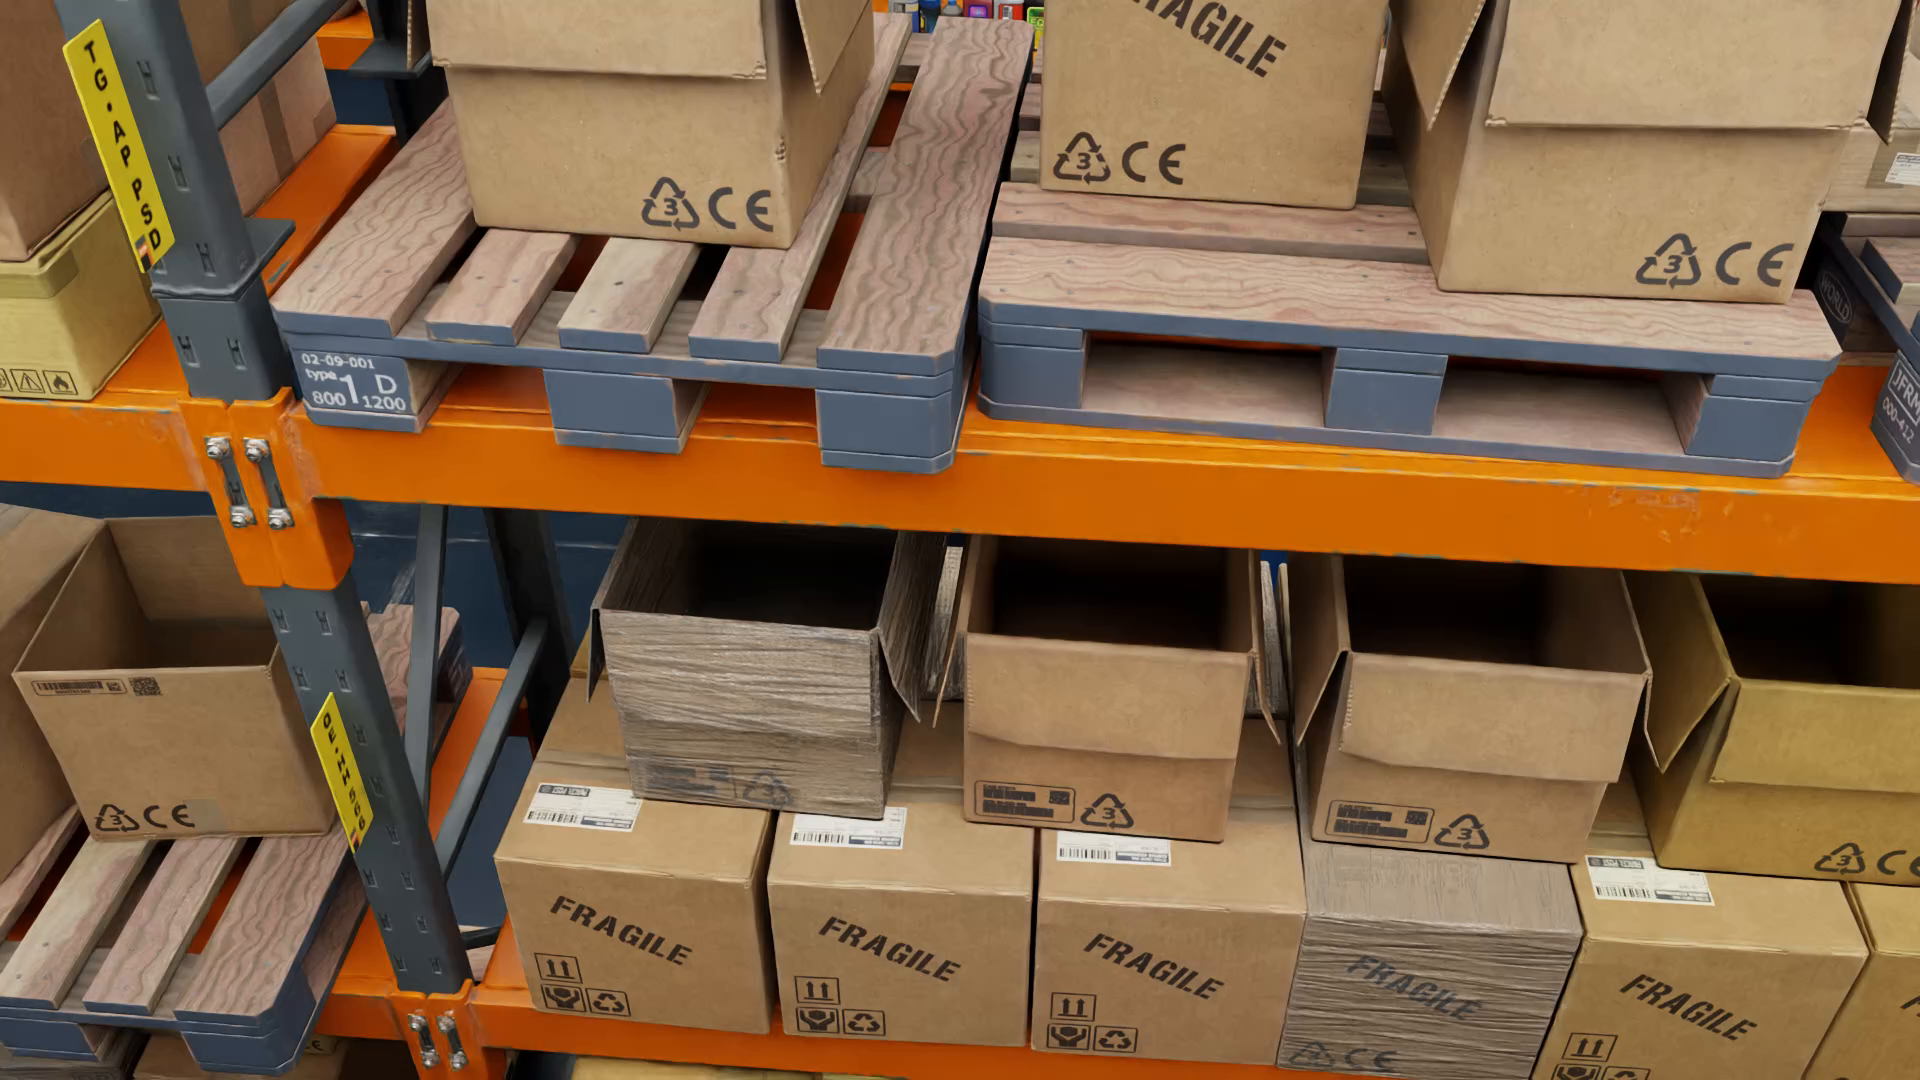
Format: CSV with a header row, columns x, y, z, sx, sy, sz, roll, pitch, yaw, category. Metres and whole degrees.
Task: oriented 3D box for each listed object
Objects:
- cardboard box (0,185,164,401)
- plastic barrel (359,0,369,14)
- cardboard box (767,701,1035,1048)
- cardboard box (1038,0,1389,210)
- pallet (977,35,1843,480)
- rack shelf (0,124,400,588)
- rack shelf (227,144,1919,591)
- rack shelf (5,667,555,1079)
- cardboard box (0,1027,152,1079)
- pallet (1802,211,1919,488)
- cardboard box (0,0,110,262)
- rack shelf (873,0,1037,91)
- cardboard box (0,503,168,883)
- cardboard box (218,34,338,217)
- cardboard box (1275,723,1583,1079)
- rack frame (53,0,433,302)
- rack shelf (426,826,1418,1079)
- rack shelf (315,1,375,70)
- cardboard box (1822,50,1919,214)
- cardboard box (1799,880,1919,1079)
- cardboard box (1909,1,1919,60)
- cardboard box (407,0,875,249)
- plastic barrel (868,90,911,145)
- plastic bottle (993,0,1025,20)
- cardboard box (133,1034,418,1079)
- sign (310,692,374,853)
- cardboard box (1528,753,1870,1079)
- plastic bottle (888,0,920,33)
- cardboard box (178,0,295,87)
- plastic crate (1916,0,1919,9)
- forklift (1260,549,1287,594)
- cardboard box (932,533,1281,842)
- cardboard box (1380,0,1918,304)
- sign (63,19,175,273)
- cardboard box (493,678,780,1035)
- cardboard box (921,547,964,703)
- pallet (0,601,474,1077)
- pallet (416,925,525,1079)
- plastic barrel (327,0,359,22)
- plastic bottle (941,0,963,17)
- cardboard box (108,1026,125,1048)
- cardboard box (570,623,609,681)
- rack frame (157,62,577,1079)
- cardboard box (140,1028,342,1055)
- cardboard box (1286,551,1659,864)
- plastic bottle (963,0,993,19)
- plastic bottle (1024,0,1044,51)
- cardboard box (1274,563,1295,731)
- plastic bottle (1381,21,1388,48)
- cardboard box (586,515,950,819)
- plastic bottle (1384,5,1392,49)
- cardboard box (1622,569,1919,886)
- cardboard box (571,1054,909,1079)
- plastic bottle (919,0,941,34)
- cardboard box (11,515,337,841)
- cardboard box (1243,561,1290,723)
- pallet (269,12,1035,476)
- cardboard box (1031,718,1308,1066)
x,y,z,sx,sy,sz,roll,pitch,yaw,category
-1.569,-0.479,2.704,0.500,0.250,0.500,3,39,4,cardboard box
-2.536,-2.634,7.502,0.433,0.535,0.433,0,39,0,plastic barrel
-0.100,0.684,3.455,0.500,0.500,0.500,2,39,3,cardboard box
0.407,-0.887,2.676,0.500,0.500,0.500,5,39,6,cardboard box
0.686,-0.531,2.800,1.213,0.211,1.003,5,39,6,pallet
-3.067,-0.495,3.176,4.000,0.370,1.077,3,39,4,rack shelf
0.918,-0.277,2.908,4.000,0.370,1.077,3,39,4,rack shelf
-3.067,0.668,4.123,4.000,0.370,1.077,3,39,4,rack shelf
-2.297,1.251,4.469,0.500,0.500,0.700,0,39,0,cardboard box
1.993,-0.392,2.631,1.217,0.209,0.805,2,39,2,pallet
-1.571,-0.766,2.464,0.500,0.500,0.500,4,39,5,cardboard box
1.345,-2.229,7.682,4.000,0.370,1.077,3,39,4,rack shelf
-2.181,0.325,3.563,0.500,0.500,0.700,9,40,10,cardboard box
-1.521,-0.793,3.090,0.500,0.250,0.500,4,39,5,cardboard box
0.909,0.738,3.388,0.500,0.500,0.500,3,39,4,cardboard box
-1.074,-1.828,1.868,0.127,3.000,1.000,3,39,4,rack frame
0.918,0.886,3.855,4.000,0.370,1.077,3,39,4,rack shelf
-2.640,-2.447,7.950,4.000,0.370,1.077,3,39,4,rack shelf
1.440,-0.688,2.709,0.250,0.149,0.380,2,39,2,cardboard box
1.929,0.792,3.321,0.500,0.500,0.500,4,39,5,cardboard box
1.825,-0.692,2.586,0.500,0.311,0.500,2,39,2,cardboard box
-0.460,-0.880,2.664,0.637,0.503,0.797,5,39,6,cardboard box
-0.158,-1.922,8.122,0.708,0.830,0.600,3,39,4,plastic barrel
0.217,-2.317,7.318,0.135,0.276,0.152,3,39,4,plastic bottle
-1.744,1.273,4.441,0.500,0.500,0.700,1,39,1,cardboard box
-1.112,0.422,3.001,0.005,0.325,0.100,3,39,4,sign
1.408,0.768,3.351,0.500,0.500,0.500,3,39,3,cardboard box
-0.244,-2.342,7.349,0.135,0.276,0.152,3,39,4,plastic bottle
-1.520,-1.085,2.856,0.500,0.500,0.500,3,39,4,cardboard box
4.206,-2.241,7.028,0.583,0.464,0.402,3,39,4,plastic crate
2.047,-0.739,5.336,3.031,2.935,1.130,11,40,13,forklift
0.302,0.158,3.306,0.637,0.503,0.797,4,39,5,cardboard box
0.963,-0.770,2.529,0.637,0.503,0.797,3,39,3,cardboard box
-1.123,-0.524,2.232,0.005,0.325,0.100,3,39,4,sign
-0.614,0.657,3.487,0.500,0.500,0.500,4,39,5,cardboard box
-0.065,0.361,3.851,0.500,0.500,0.500,3,39,3,cardboard box
-1.794,0.601,3.788,1.003,0.211,1.213,3,39,4,pallet
-1.853,1.536,4.695,1.213,0.211,1.003,3,39,4,pallet
-2.967,-2.657,7.531,0.433,0.535,0.433,0,39,0,plastic barrel
-0.034,-2.284,7.337,0.097,0.201,0.097,0,39,0,plastic bottle
-2.274,0.966,4.224,0.500,0.250,0.500,7,40,9,cardboard box
-0.561,0.331,3.889,0.500,0.500,0.500,4,39,5,cardboard box
-1.074,0.498,3.762,0.127,3.000,1.000,3,39,4,rack frame
-1.745,0.989,4.197,0.500,0.250,0.500,5,39,6,cardboard box
0.970,0.190,3.266,0.637,0.503,0.797,4,39,5,cardboard box
0.080,-2.298,7.290,0.133,0.283,0.061,3,39,4,plastic bottle
0.347,-2.283,7.272,0.133,0.283,0.061,3,39,4,plastic bottle
0.959,0.416,3.784,0.500,0.500,0.500,4,39,5,cardboard box
1.799,-2.184,7.214,0.097,0.201,0.097,0,39,0,plastic bottle
-0.347,0.120,3.352,0.637,0.503,0.797,4,39,5,cardboard box
1.917,-2.224,7.204,0.135,0.276,0.152,3,39,4,plastic bottle
1.591,0.214,3.237,0.637,0.503,0.797,4,39,4,cardboard box
-0.389,1.210,4.238,0.875,0.875,1.225,1,39,2,cardboard box
-0.131,-2.316,7.322,0.097,0.271,0.097,0,39,0,plastic bottle
-1.616,0.292,3.603,0.500,0.500,0.500,-1,39,-2,cardboard box
0.452,0.388,3.818,0.500,0.500,0.500,2,39,2,cardboard box
-0.428,-0.590,2.872,1.003,0.211,1.213,5,39,6,pallet
0.411,0.709,3.423,0.500,0.500,0.500,2,39,3,cardboard box
